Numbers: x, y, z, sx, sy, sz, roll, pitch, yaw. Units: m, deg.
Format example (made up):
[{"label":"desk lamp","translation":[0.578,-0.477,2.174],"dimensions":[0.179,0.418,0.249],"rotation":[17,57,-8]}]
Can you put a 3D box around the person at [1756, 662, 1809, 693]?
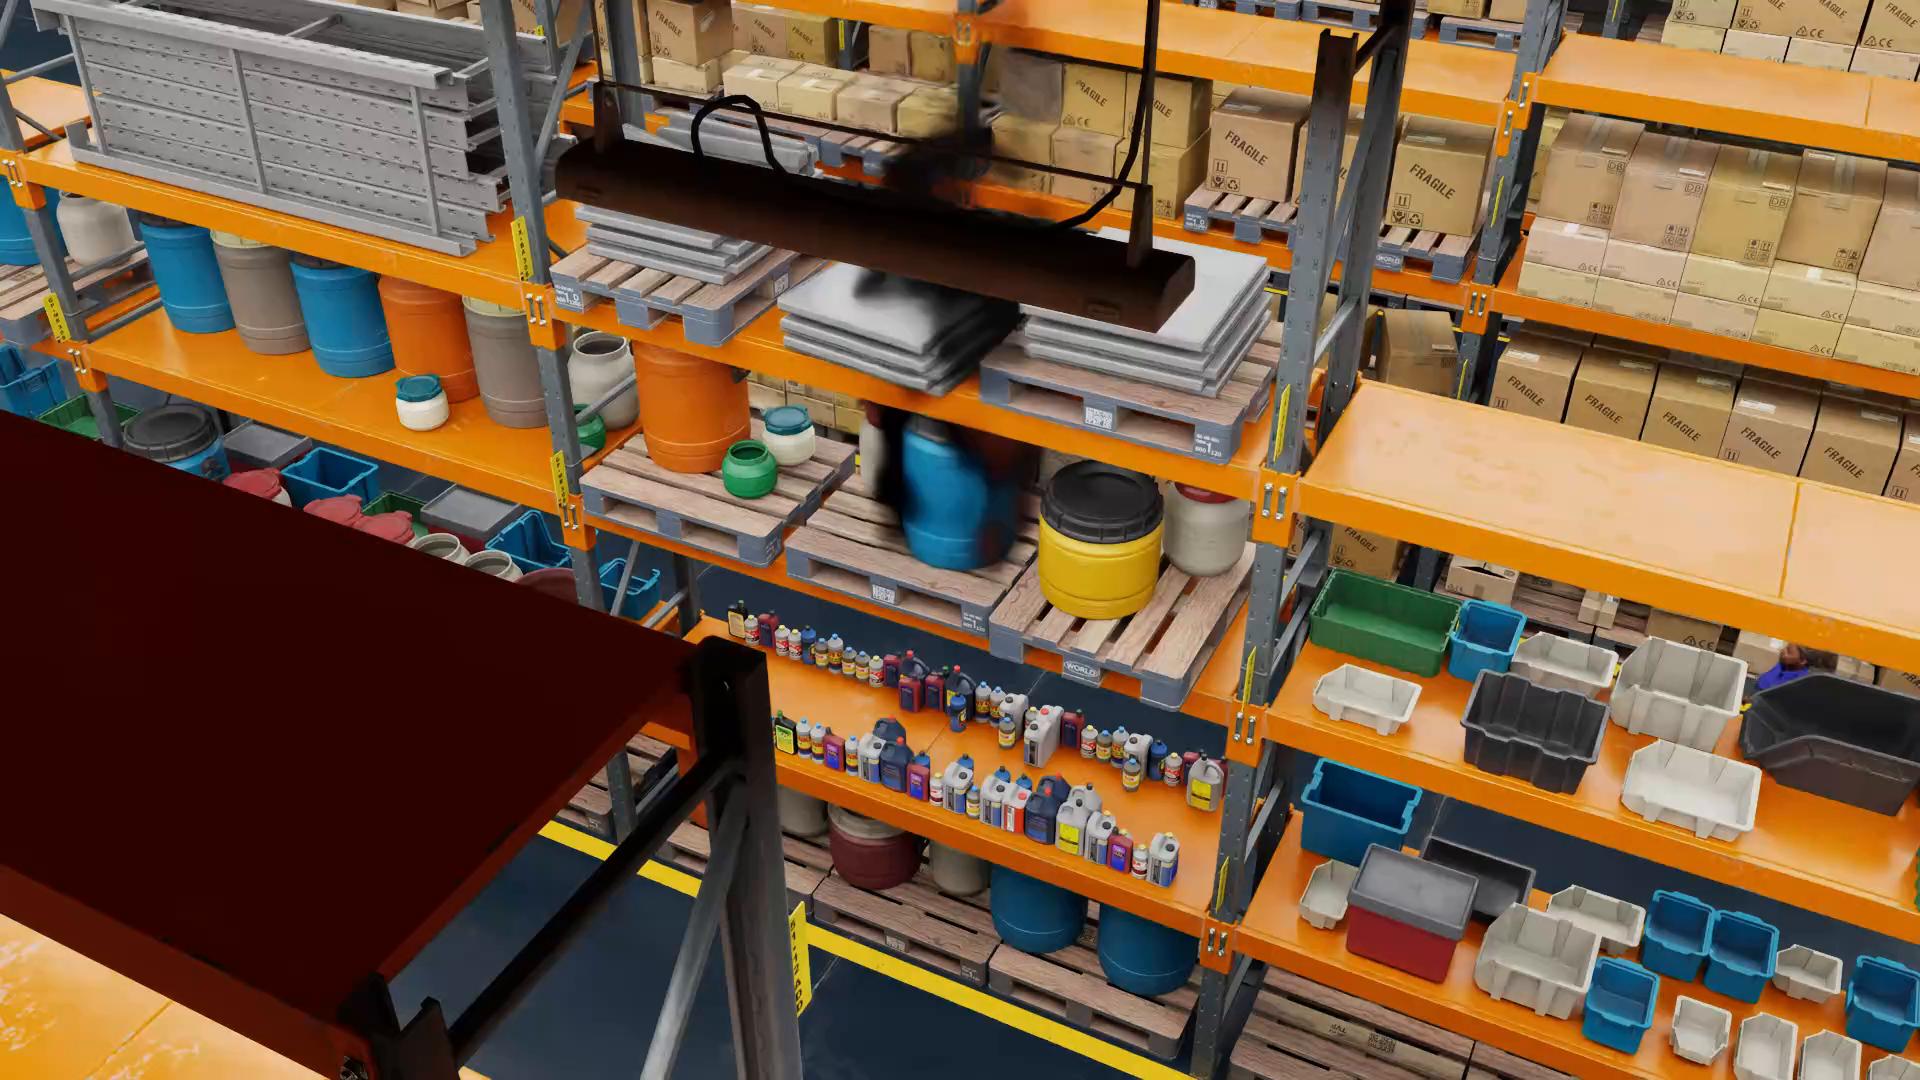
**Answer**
[{"label":"person","translation":[5.242,1.364,10.706],"dimensions":[0.824,1.446,0.547],"rotation":[7,36,10]}]

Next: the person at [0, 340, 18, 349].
[{"label":"person","translation":[-8.565,-1.640,14.749],"dimensions":[0.717,1.775,0.640],"rotation":[11,37,16]}]
